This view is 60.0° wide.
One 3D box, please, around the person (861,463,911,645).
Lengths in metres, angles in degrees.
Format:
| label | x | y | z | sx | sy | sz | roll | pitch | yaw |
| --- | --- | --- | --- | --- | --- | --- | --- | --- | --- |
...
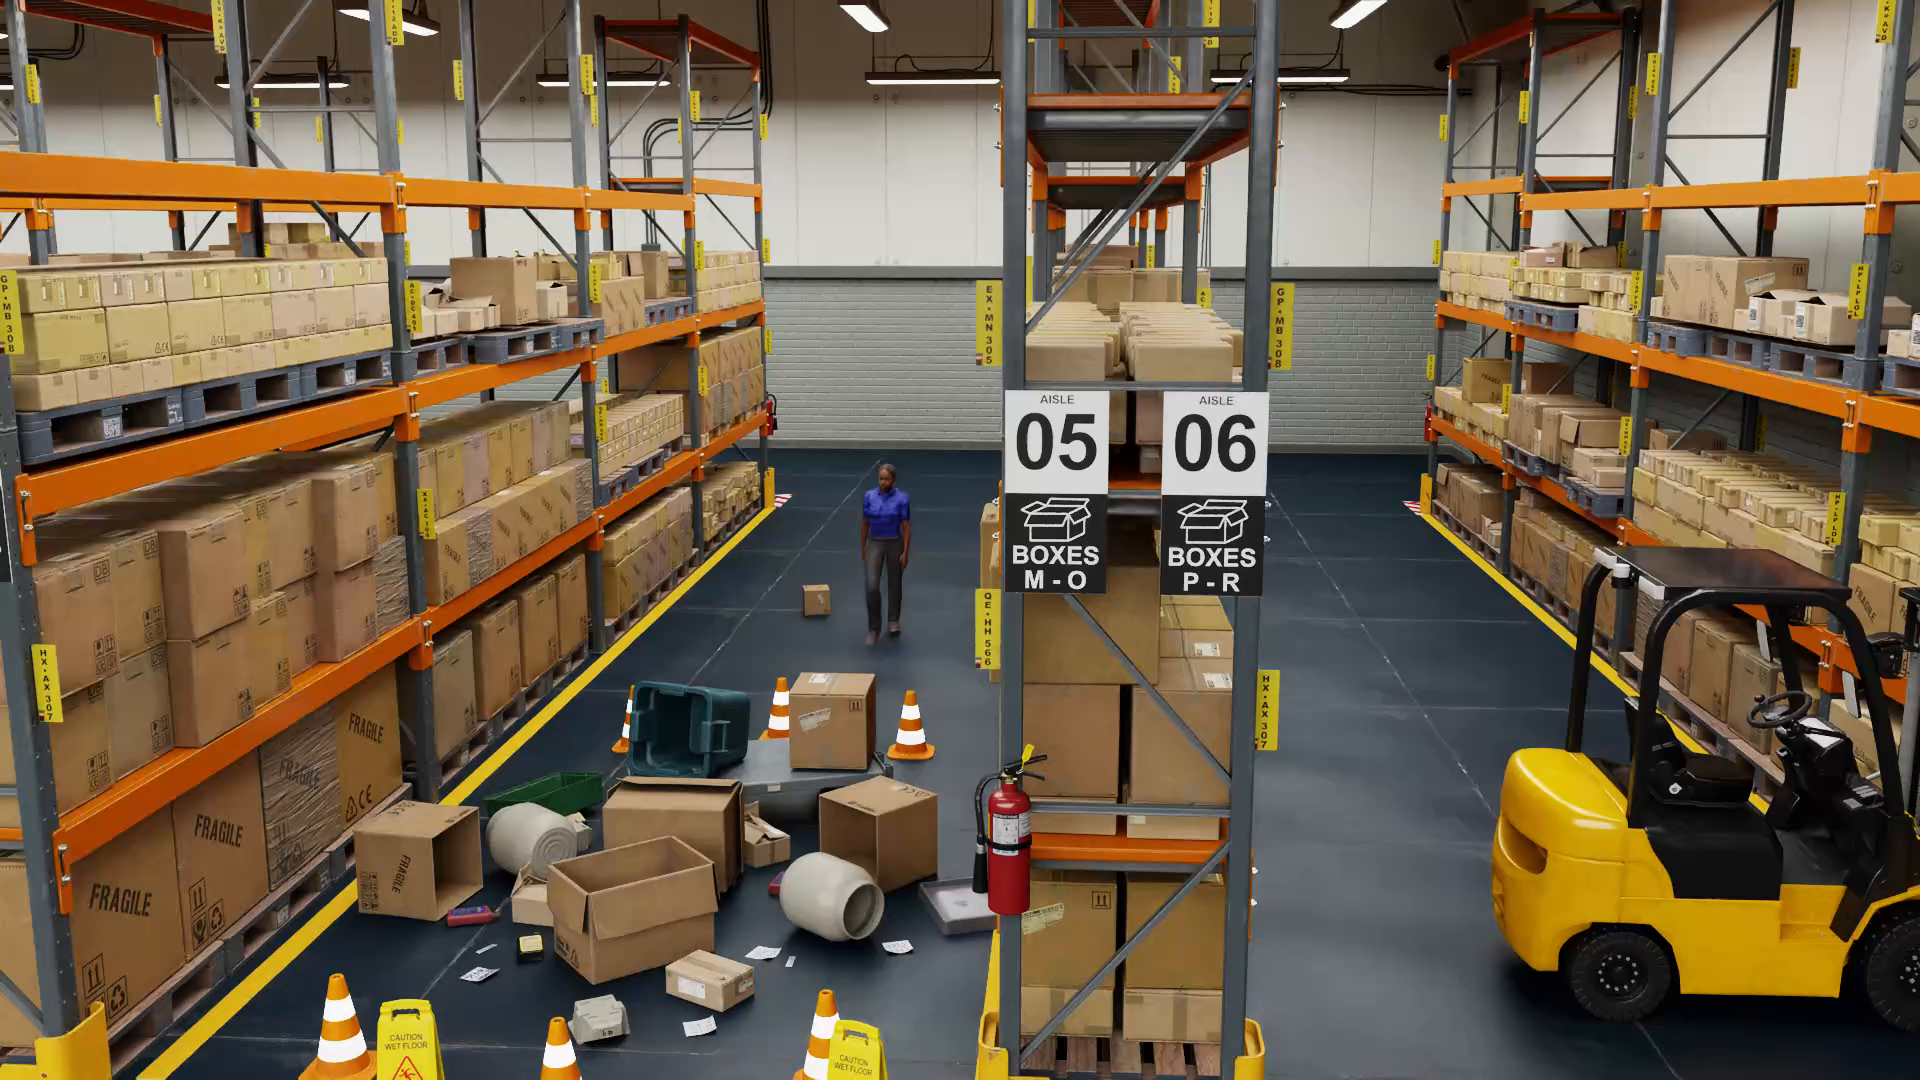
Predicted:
| label | x | y | z | sx | sy | sz | roll | pitch | yaw |
| --- | --- | --- | --- | --- | --- | --- | --- | --- | --- |
| person | -0.683 | 0.126 | 15.409 | 0.469 | 1.727 | 0.605 | 0 | 11 | 1 |
